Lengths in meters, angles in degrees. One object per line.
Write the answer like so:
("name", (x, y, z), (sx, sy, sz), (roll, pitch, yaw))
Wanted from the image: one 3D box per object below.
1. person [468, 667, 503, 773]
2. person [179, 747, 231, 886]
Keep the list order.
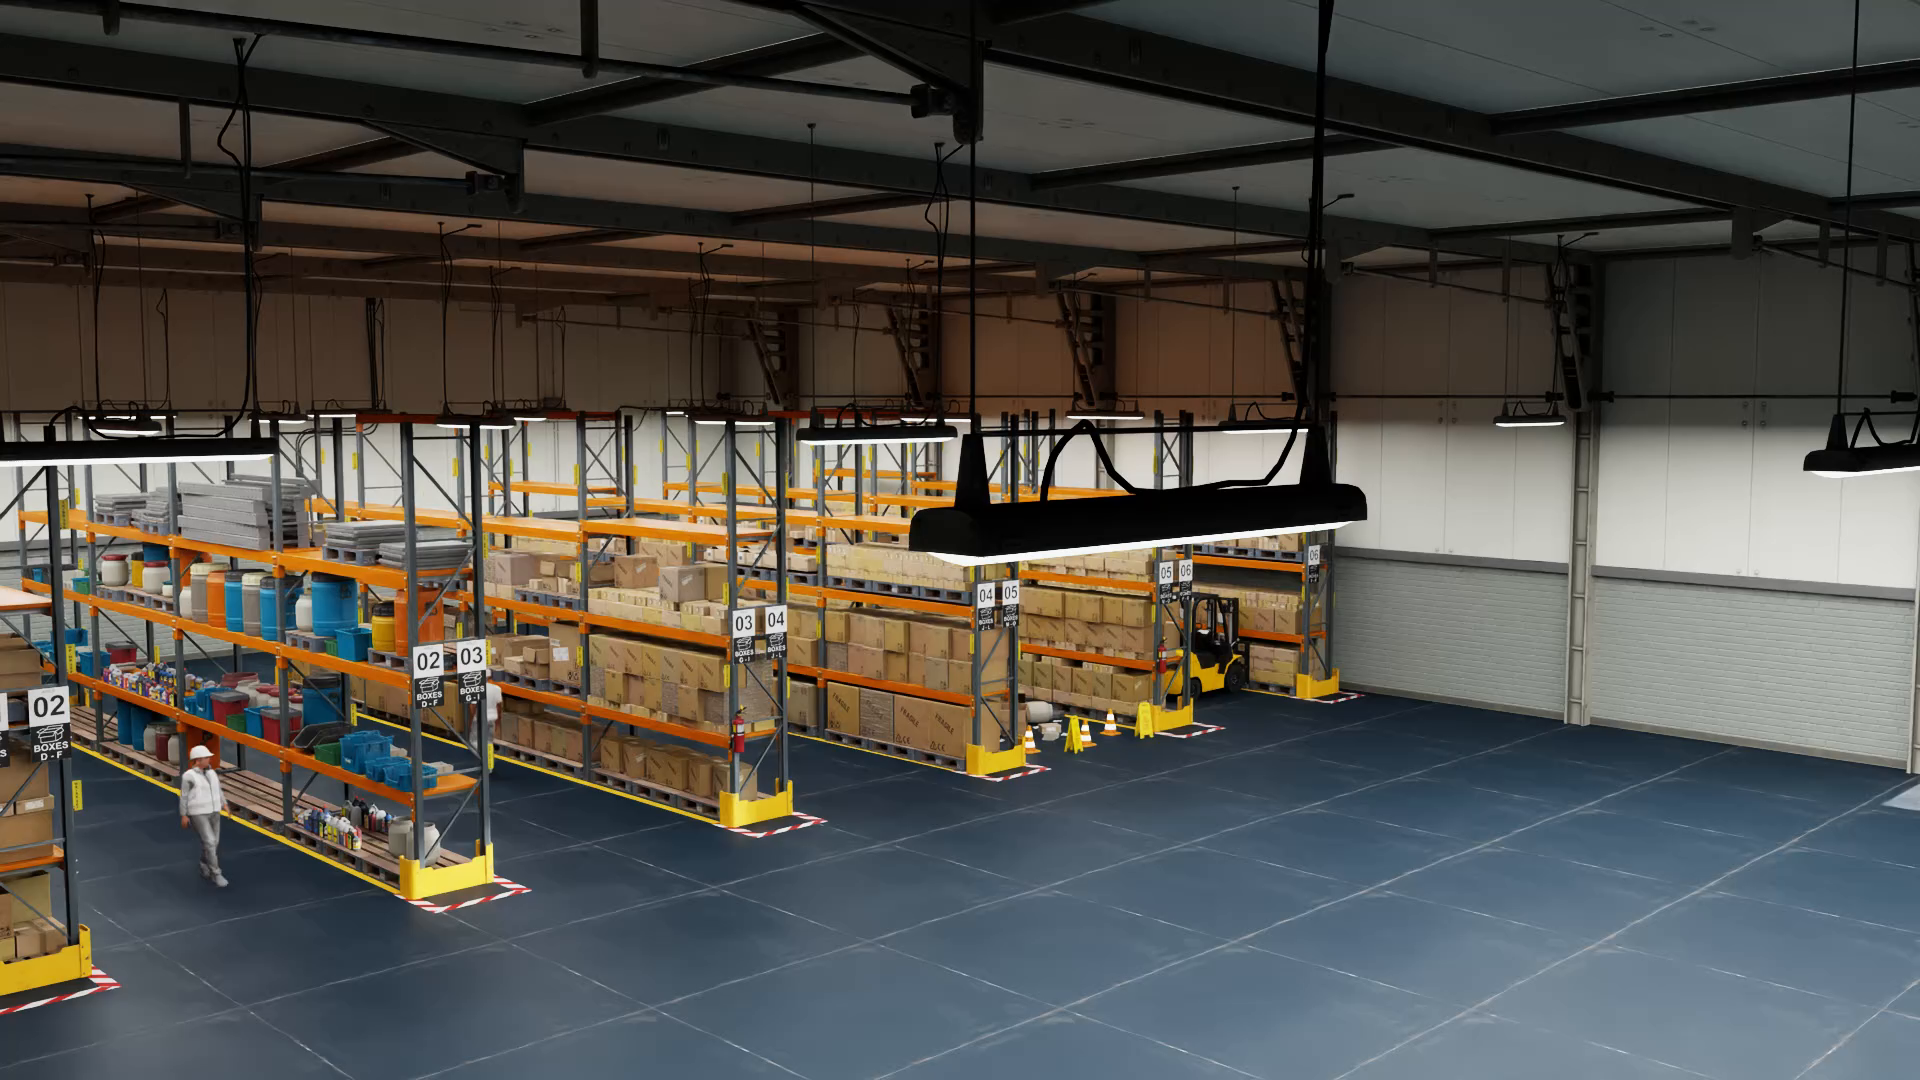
("person", (-7.955, 3.021, 27.864), (0.616, 1.763, 0.437), (-4, 6, -40))
("person", (-9.755, 3.594, 21.728), (0.734, 1.749, 0.568), (2, 5, 18))
